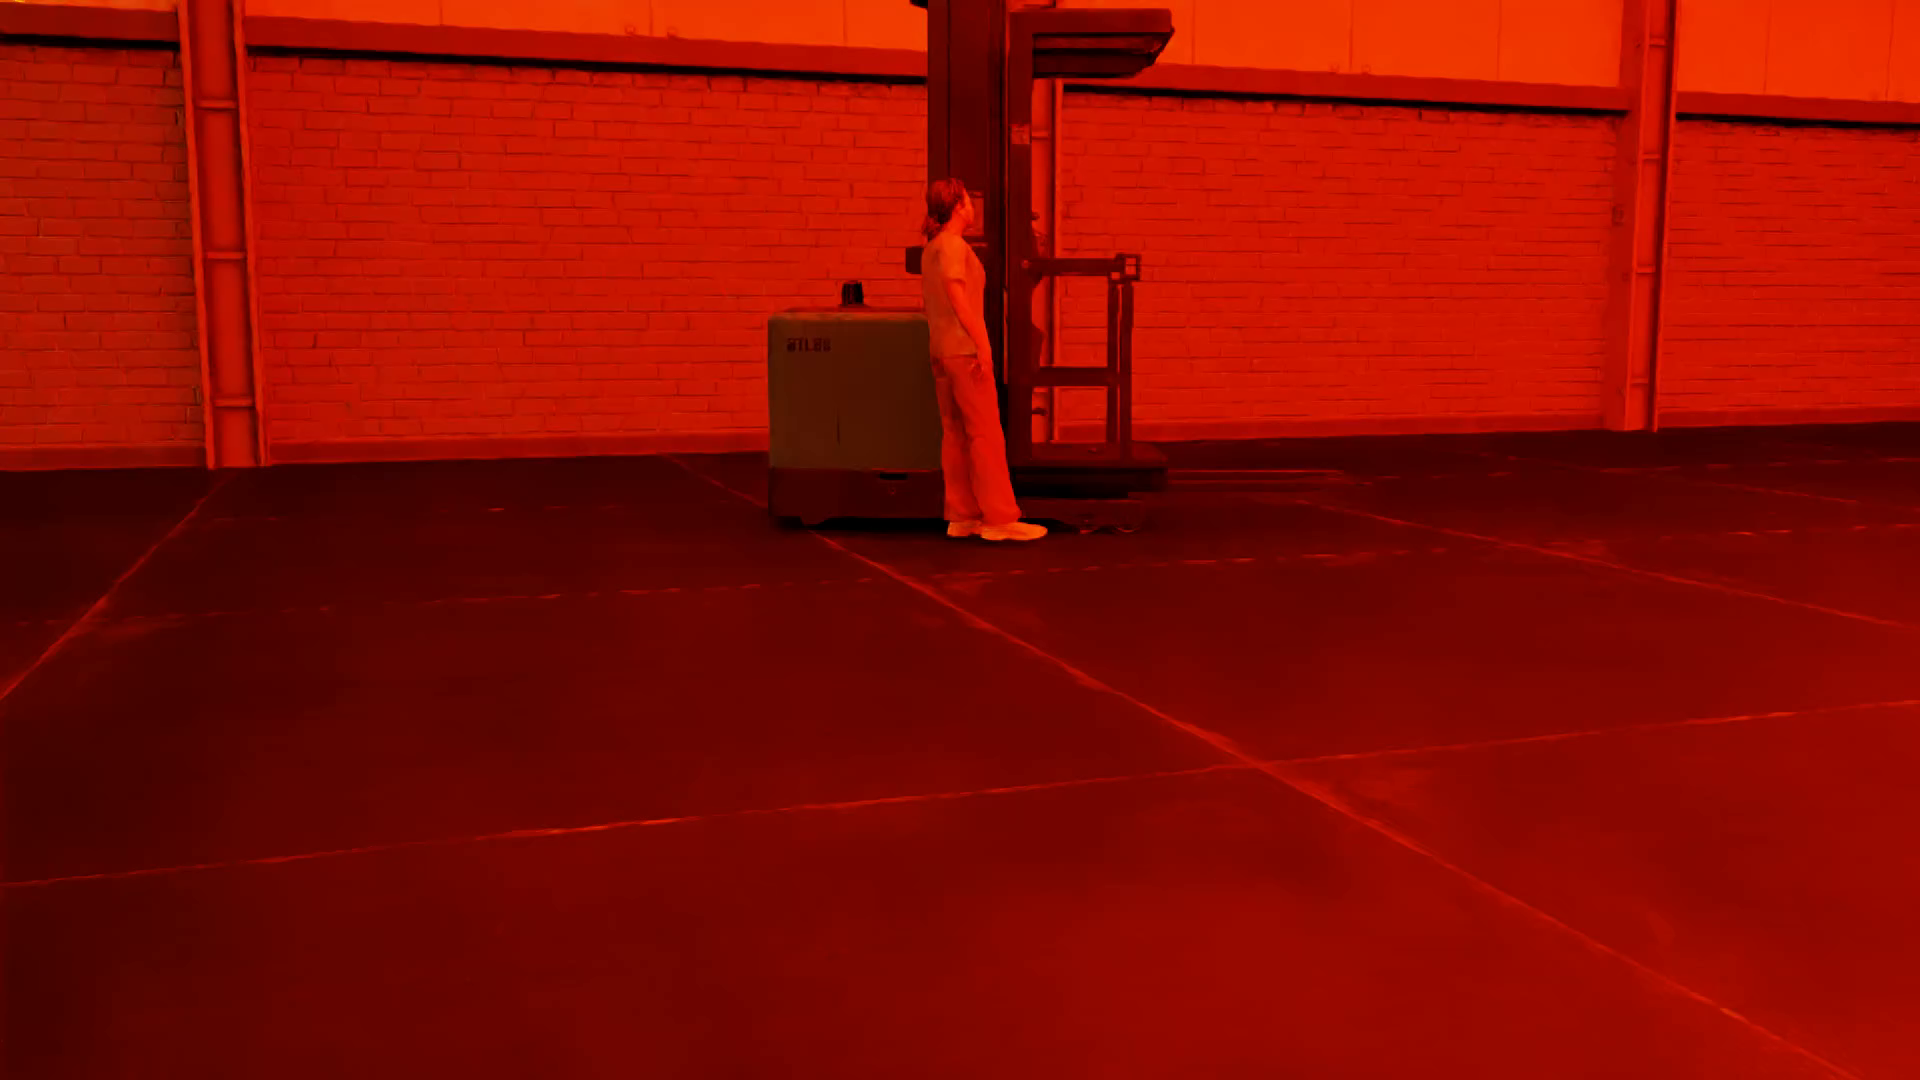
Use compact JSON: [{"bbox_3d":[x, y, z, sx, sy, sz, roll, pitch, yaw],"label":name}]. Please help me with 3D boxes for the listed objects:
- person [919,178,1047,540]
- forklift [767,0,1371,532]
[{"bbox_3d":[0.074,-0.851,7.822,0.545,1.673,0.554,-3,8,-18],"label":"person"},{"bbox_3d":[0.559,-1.563,8.539,3.031,2.935,1.130,0,8,1],"label":"forklift"}]
